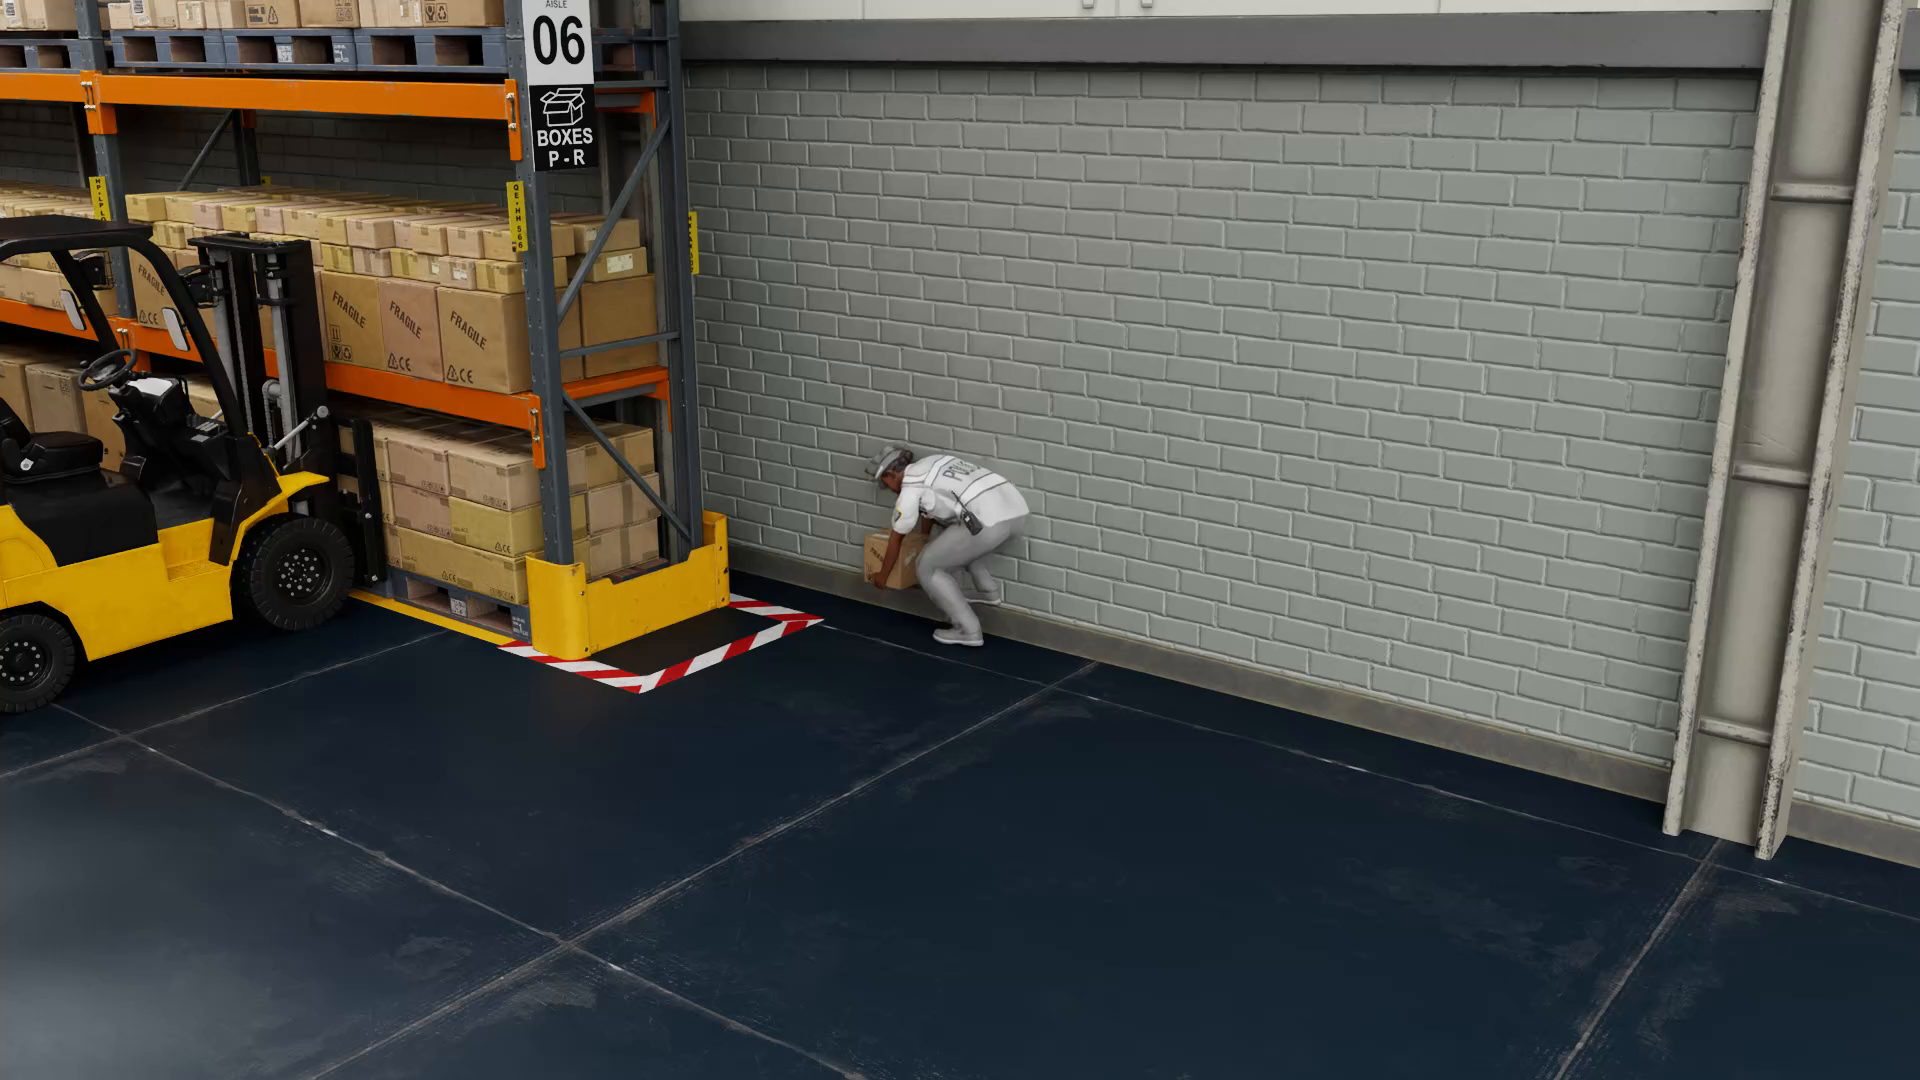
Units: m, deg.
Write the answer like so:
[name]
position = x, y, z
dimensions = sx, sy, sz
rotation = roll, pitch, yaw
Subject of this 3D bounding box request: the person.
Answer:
[person]
position = -0.077, 0.008, 8.693
dimensions = 0.928, 0.990, 0.479
rotation = 11, 20, 32
